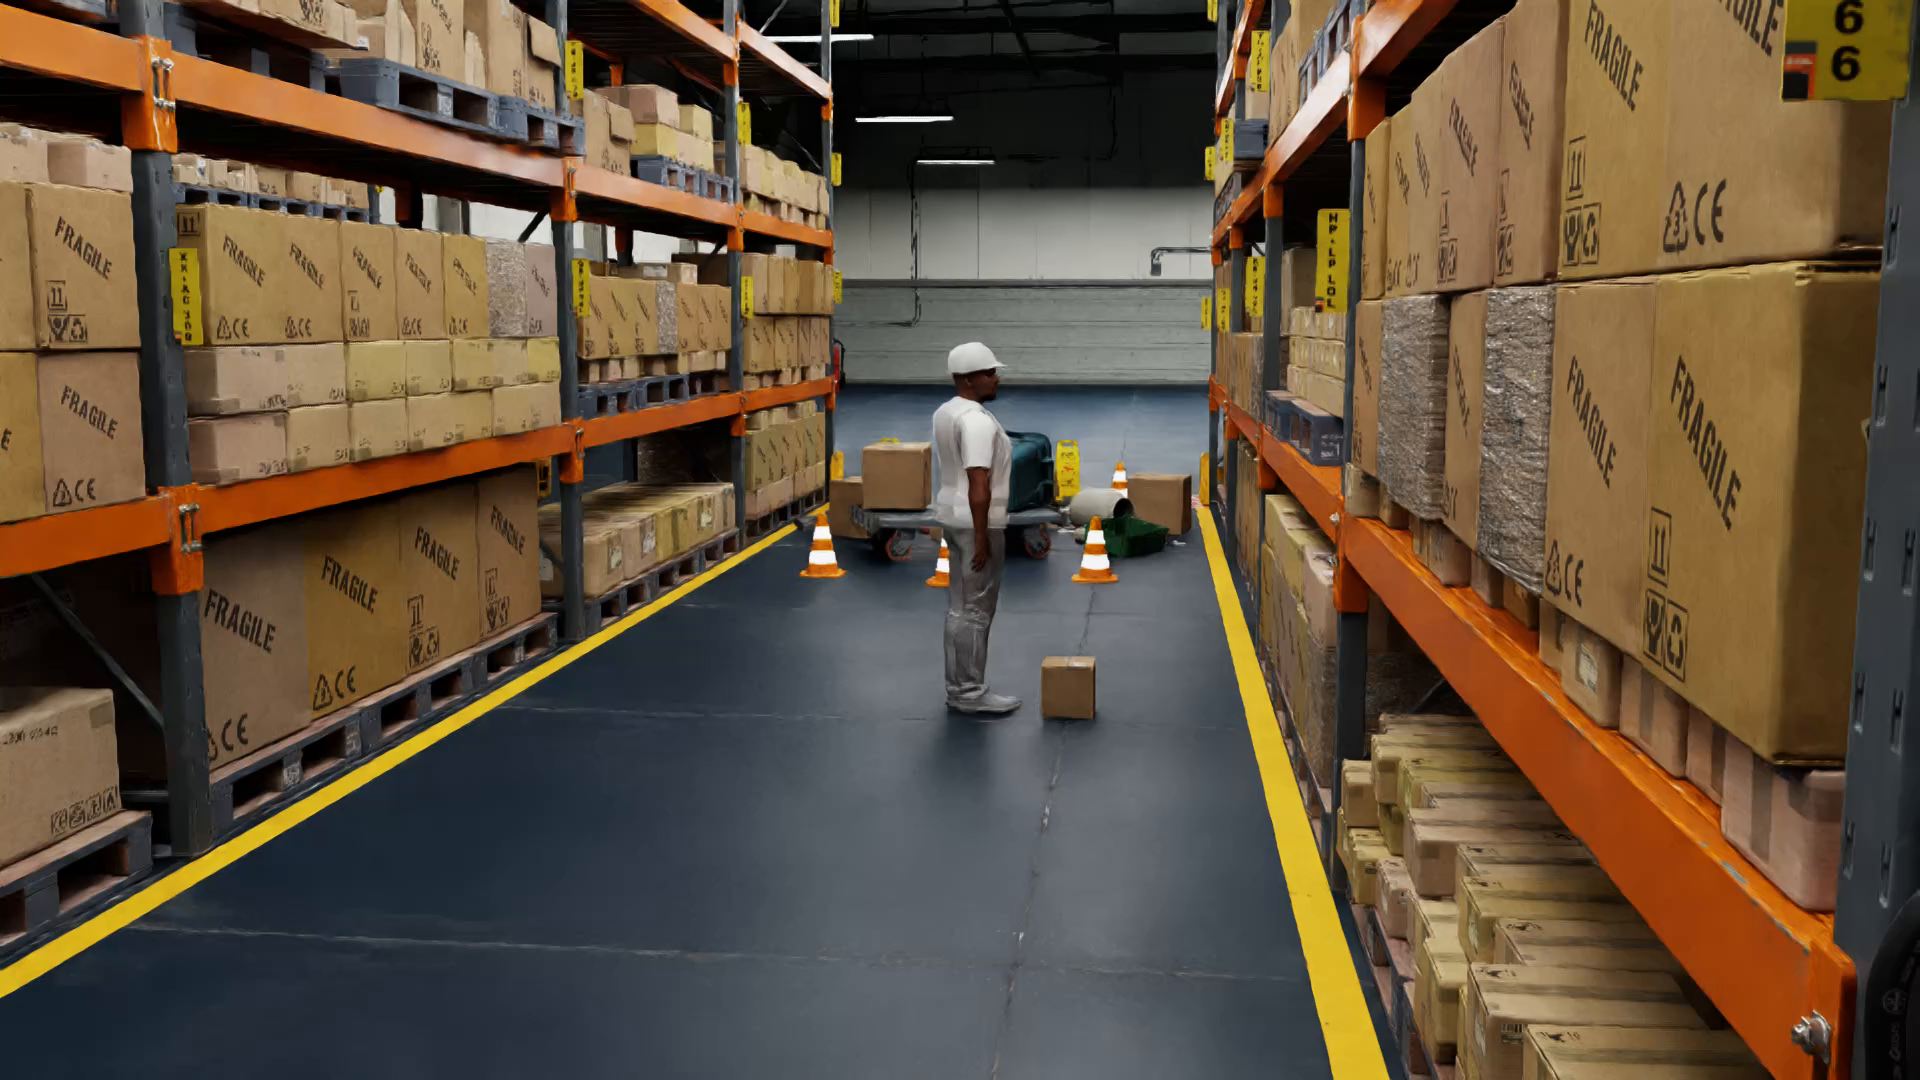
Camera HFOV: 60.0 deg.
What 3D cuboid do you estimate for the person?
[{"bbox_3d":[0.057,-0.073,8.108,0.347,1.769,0.722,-3,8,-21],"label":"person"}]
